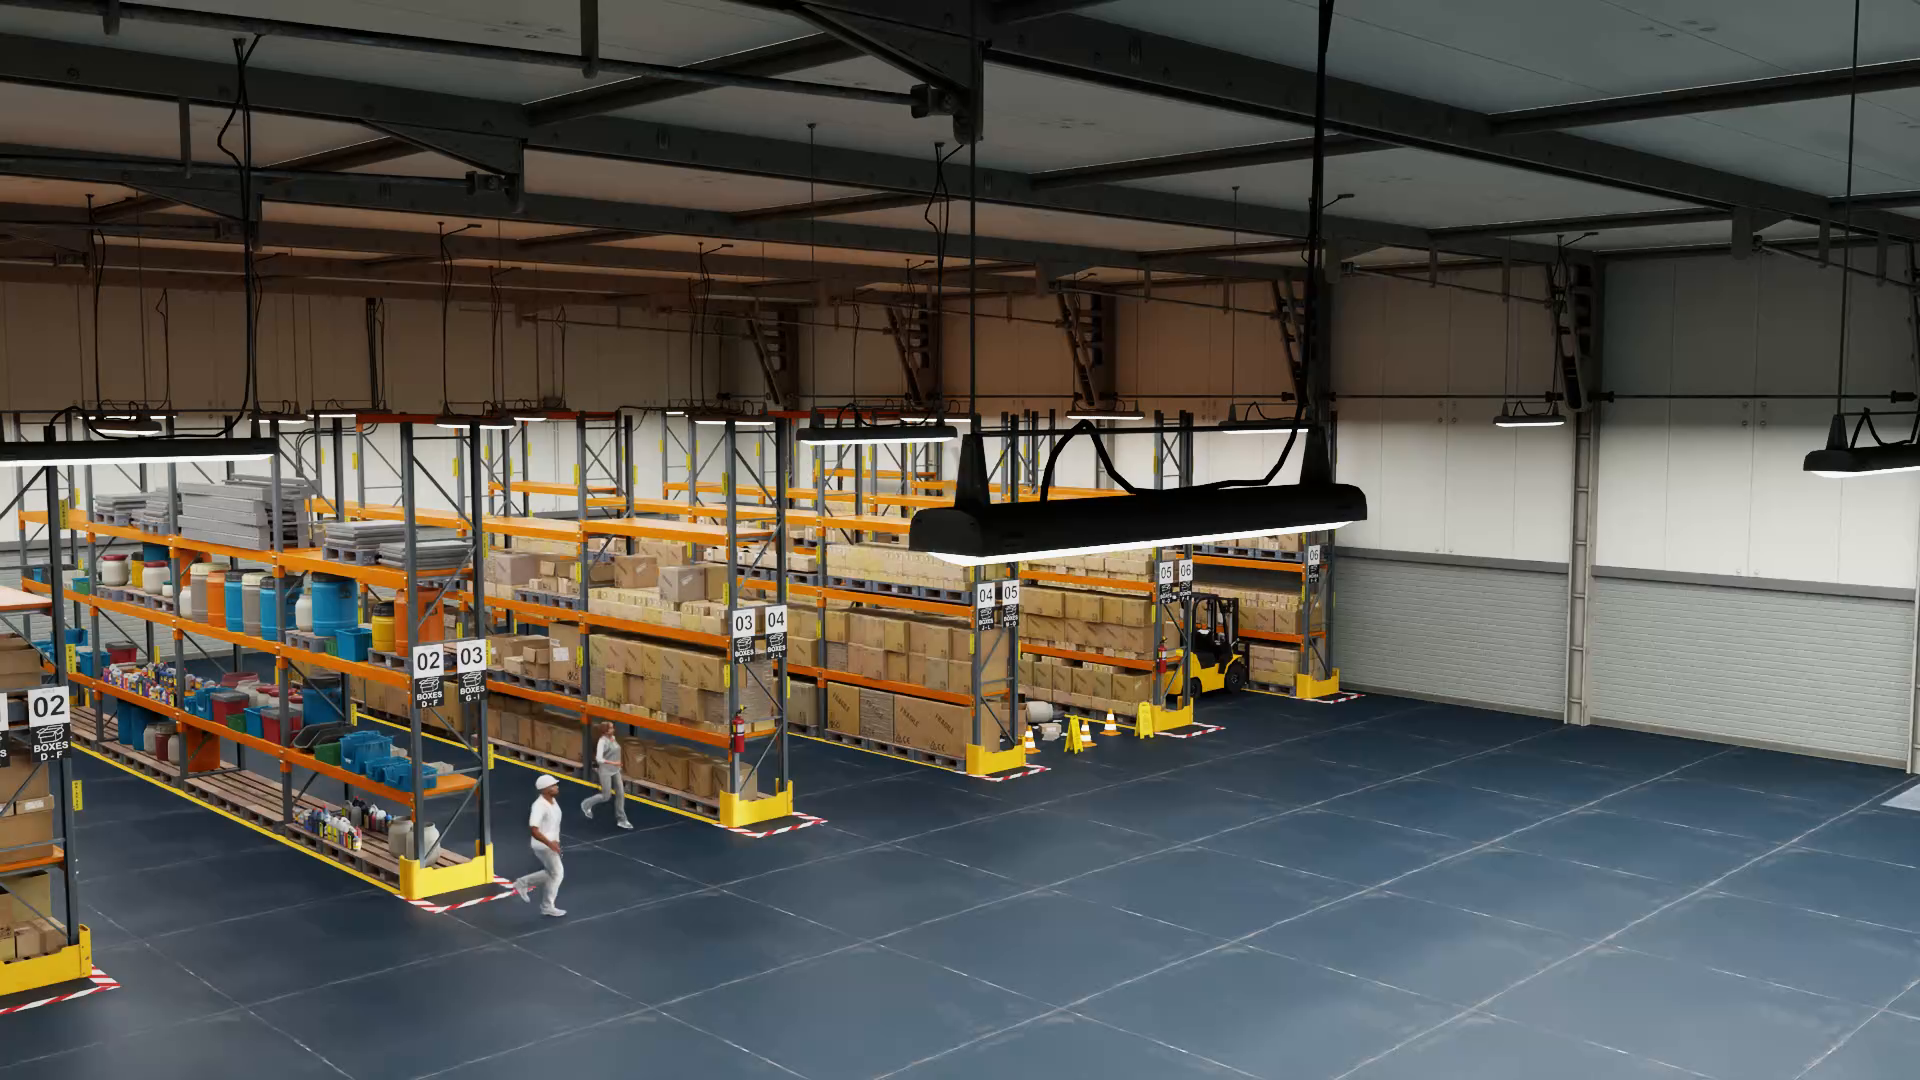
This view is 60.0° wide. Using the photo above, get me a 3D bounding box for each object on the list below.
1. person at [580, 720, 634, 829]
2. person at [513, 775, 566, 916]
[{"bbox_3d":[-5.166,3.422,24.333,0.855,1.594,0.546,2,5,20],"label":"person"},{"bbox_3d":[-5.139,3.712,20.265,0.649,1.733,0.705,0,5,-4],"label":"person"}]
